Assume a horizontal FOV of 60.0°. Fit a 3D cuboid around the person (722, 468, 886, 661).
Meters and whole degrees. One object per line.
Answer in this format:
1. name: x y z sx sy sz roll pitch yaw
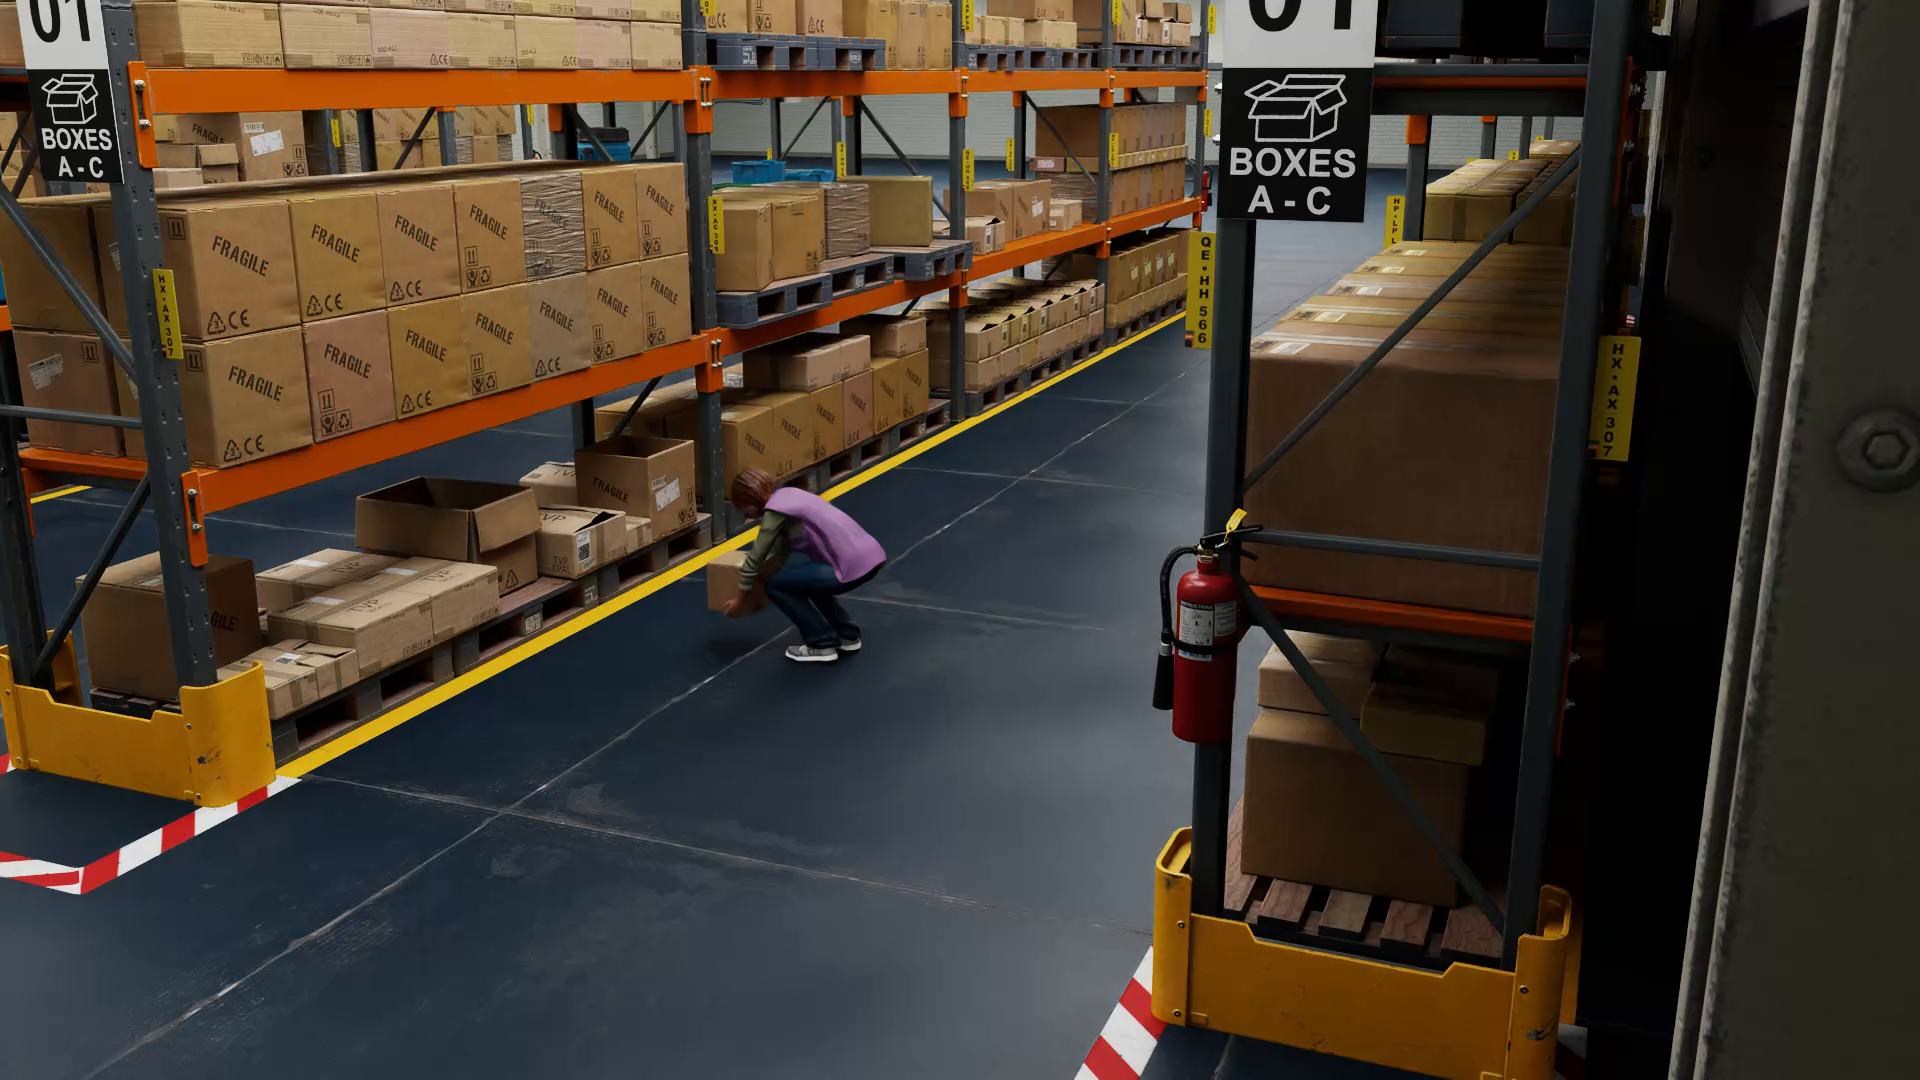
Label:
1. person: -0.762 0.121 8.165 0.797 0.931 0.449 6 17 21
